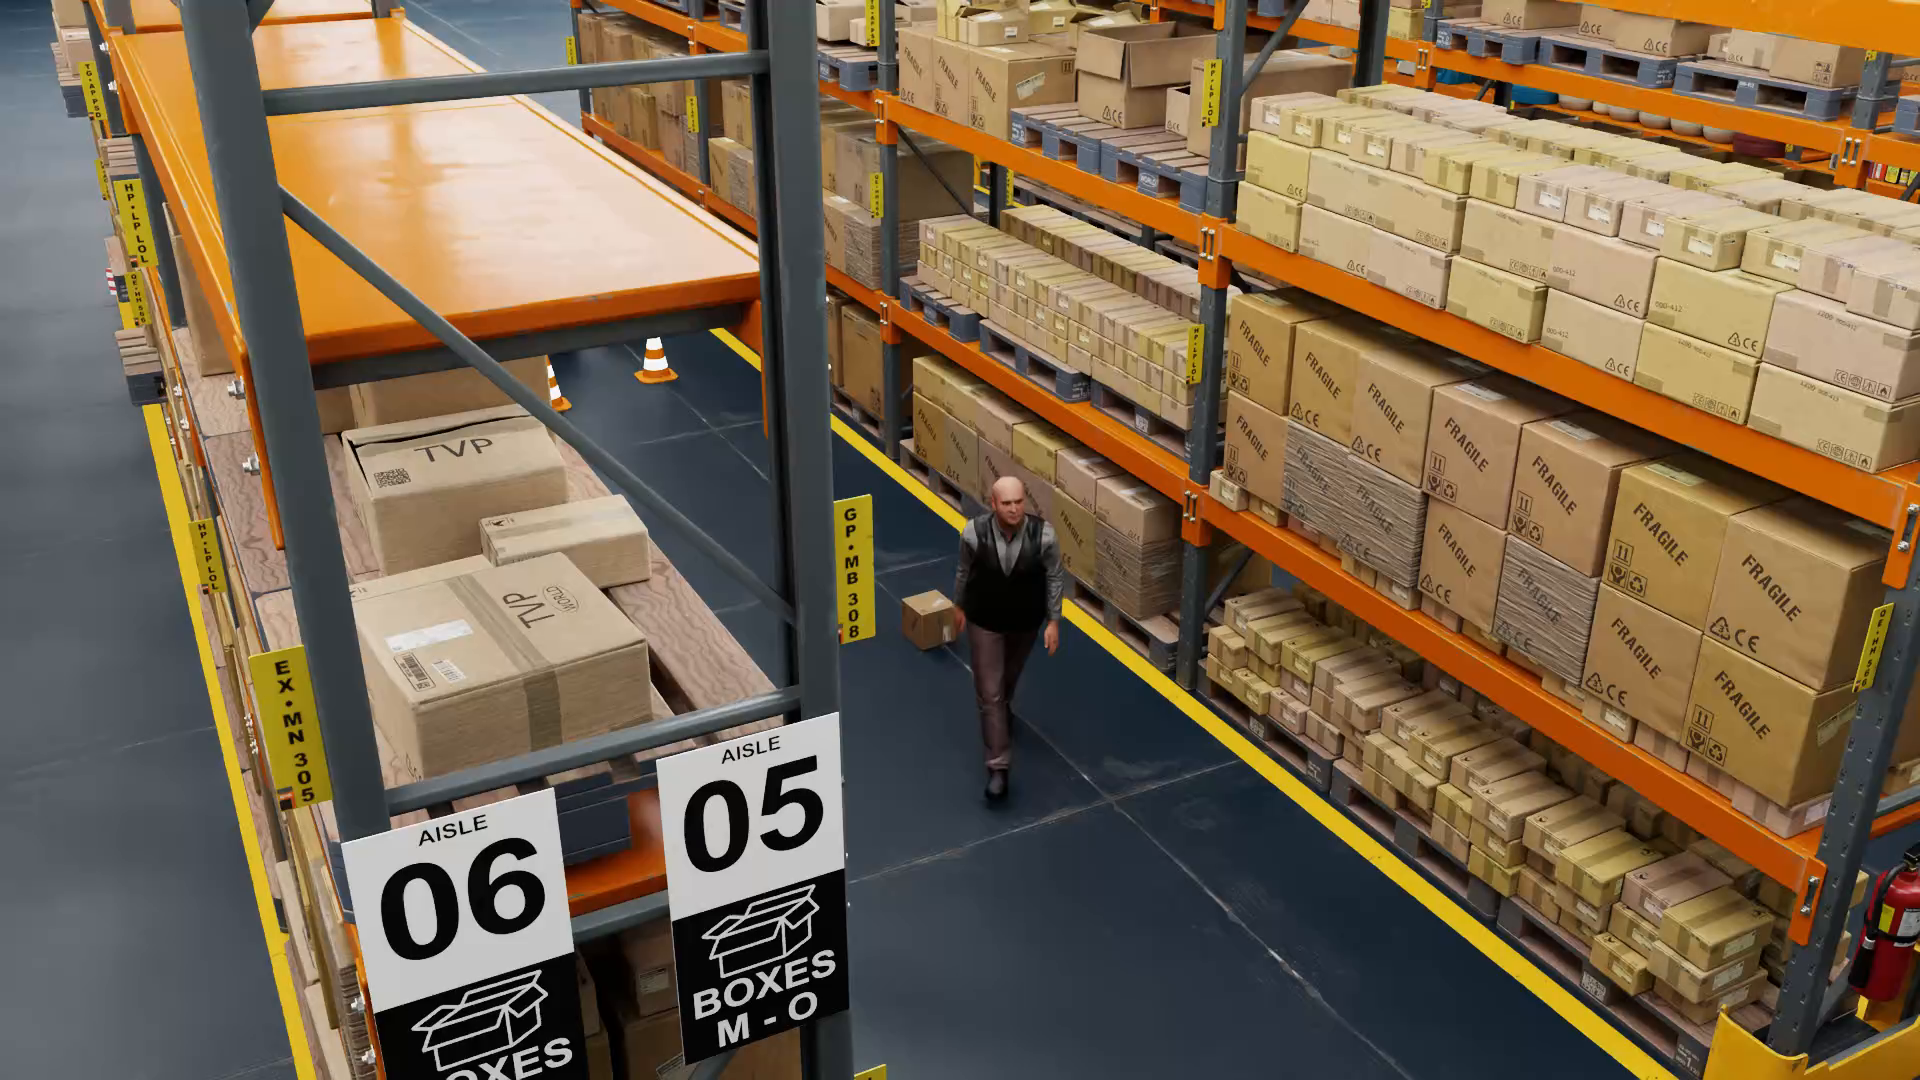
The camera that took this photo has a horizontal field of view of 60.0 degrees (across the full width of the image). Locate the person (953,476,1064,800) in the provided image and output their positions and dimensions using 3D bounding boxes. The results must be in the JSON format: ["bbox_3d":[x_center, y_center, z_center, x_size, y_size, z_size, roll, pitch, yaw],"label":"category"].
[{"bbox_3d":[0.264,0.424,8.787,0.565,1.661,1.056,-3,26,-7],"label":"person"}]
